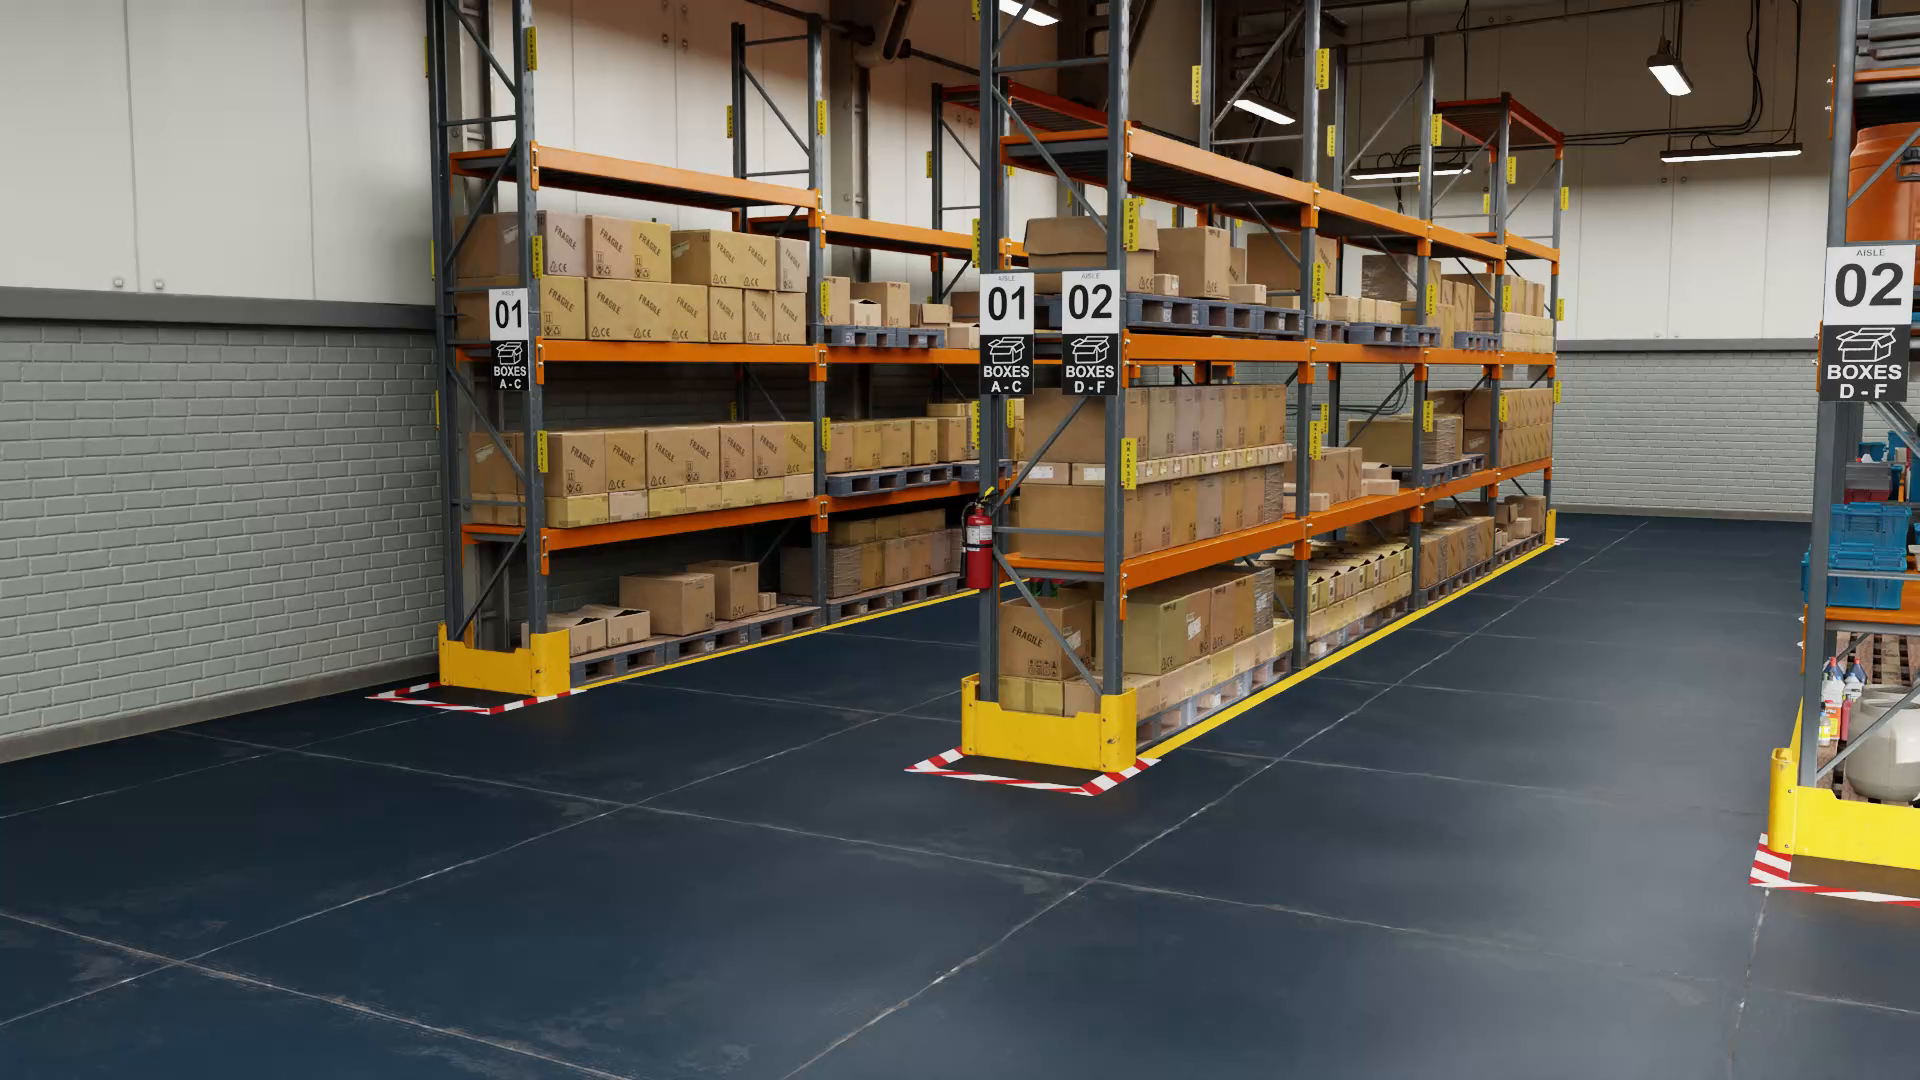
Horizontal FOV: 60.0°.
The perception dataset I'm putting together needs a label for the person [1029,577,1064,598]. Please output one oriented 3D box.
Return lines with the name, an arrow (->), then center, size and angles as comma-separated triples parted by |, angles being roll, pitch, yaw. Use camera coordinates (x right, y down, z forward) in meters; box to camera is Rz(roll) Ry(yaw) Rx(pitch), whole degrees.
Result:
person -> 0.987, -0.170, 18.114 | 0.511, 1.790, 0.559 | 3, 7, 28
